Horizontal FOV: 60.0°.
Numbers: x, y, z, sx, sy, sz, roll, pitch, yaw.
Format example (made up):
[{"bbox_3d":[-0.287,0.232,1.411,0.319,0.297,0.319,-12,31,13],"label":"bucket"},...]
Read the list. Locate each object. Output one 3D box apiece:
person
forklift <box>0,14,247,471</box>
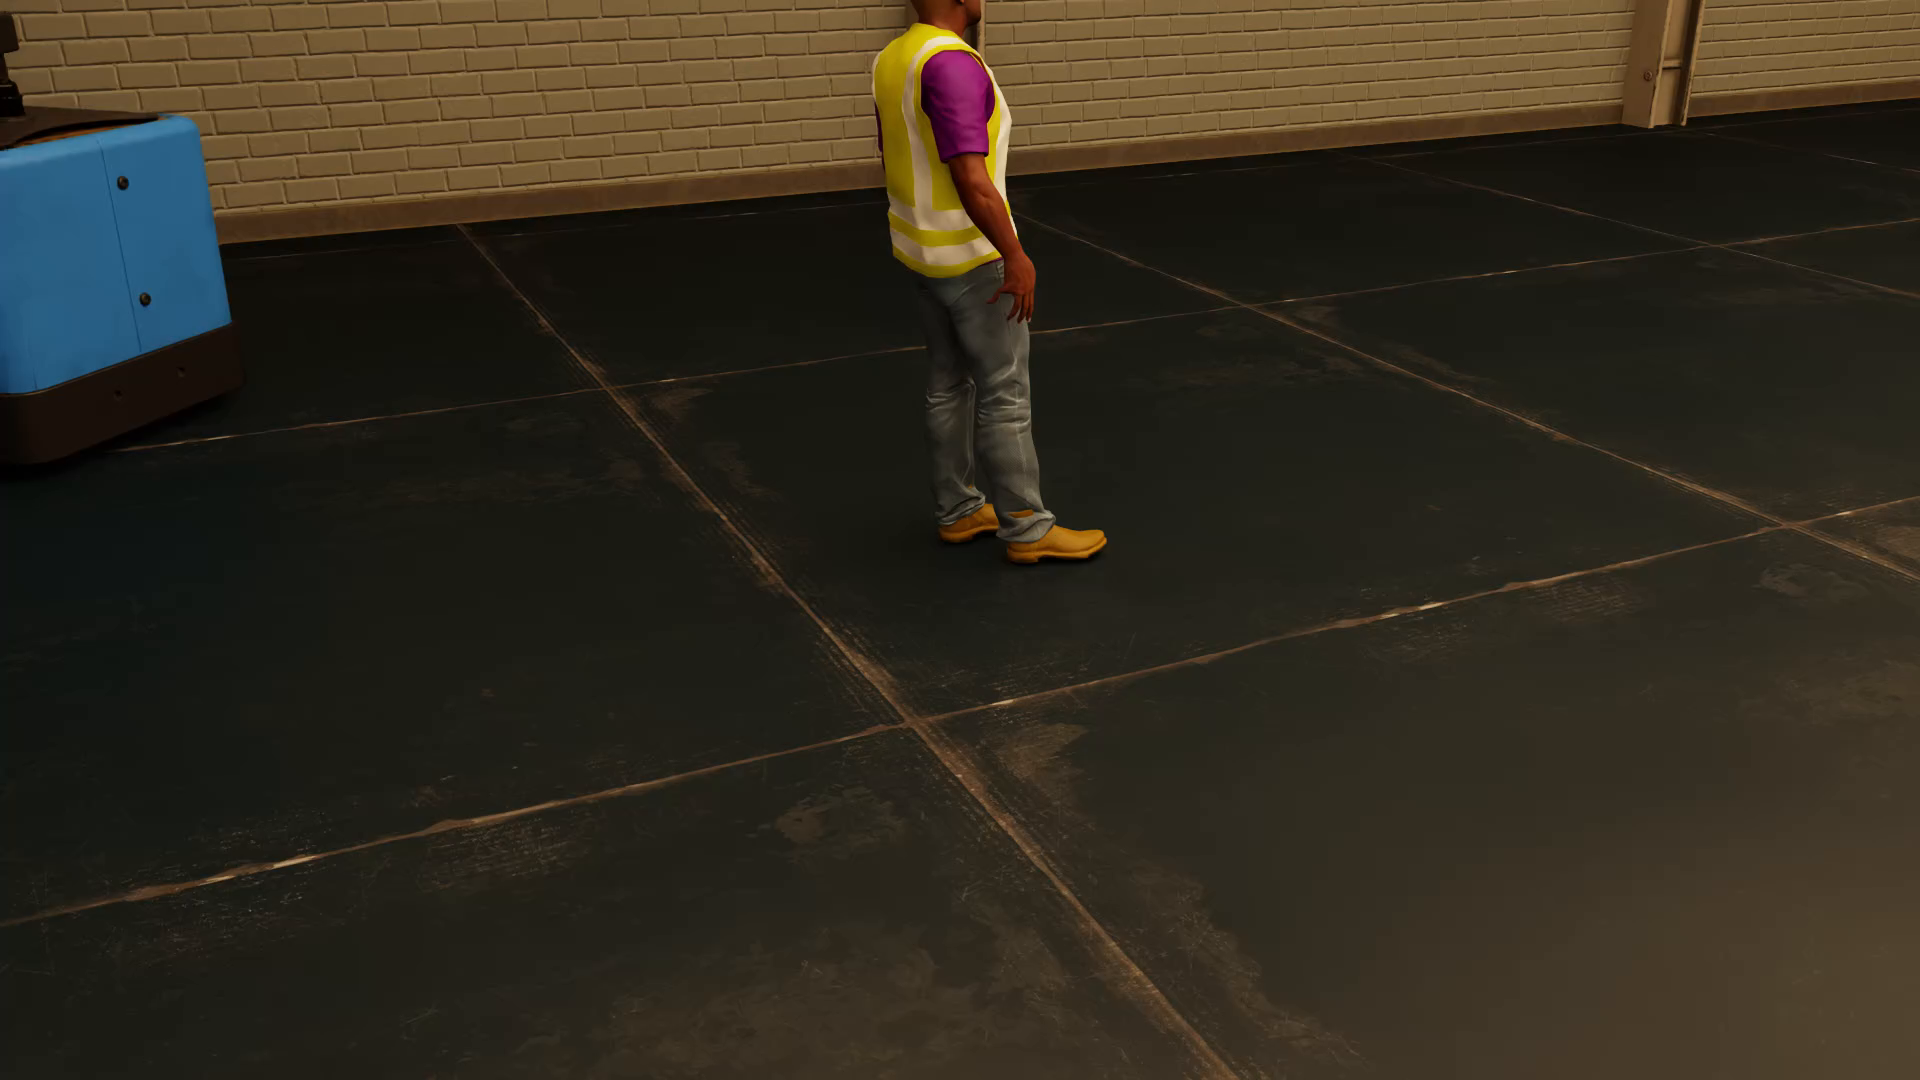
[{"bbox_3d":[0.065,-0.832,4.787,0.577,1.765,0.665,-10,25,-23],"label":"person"},{"bbox_3d":[-4.304,-1.905,5.873,3.031,2.935,1.130,8,24,18],"label":"forklift"}]
